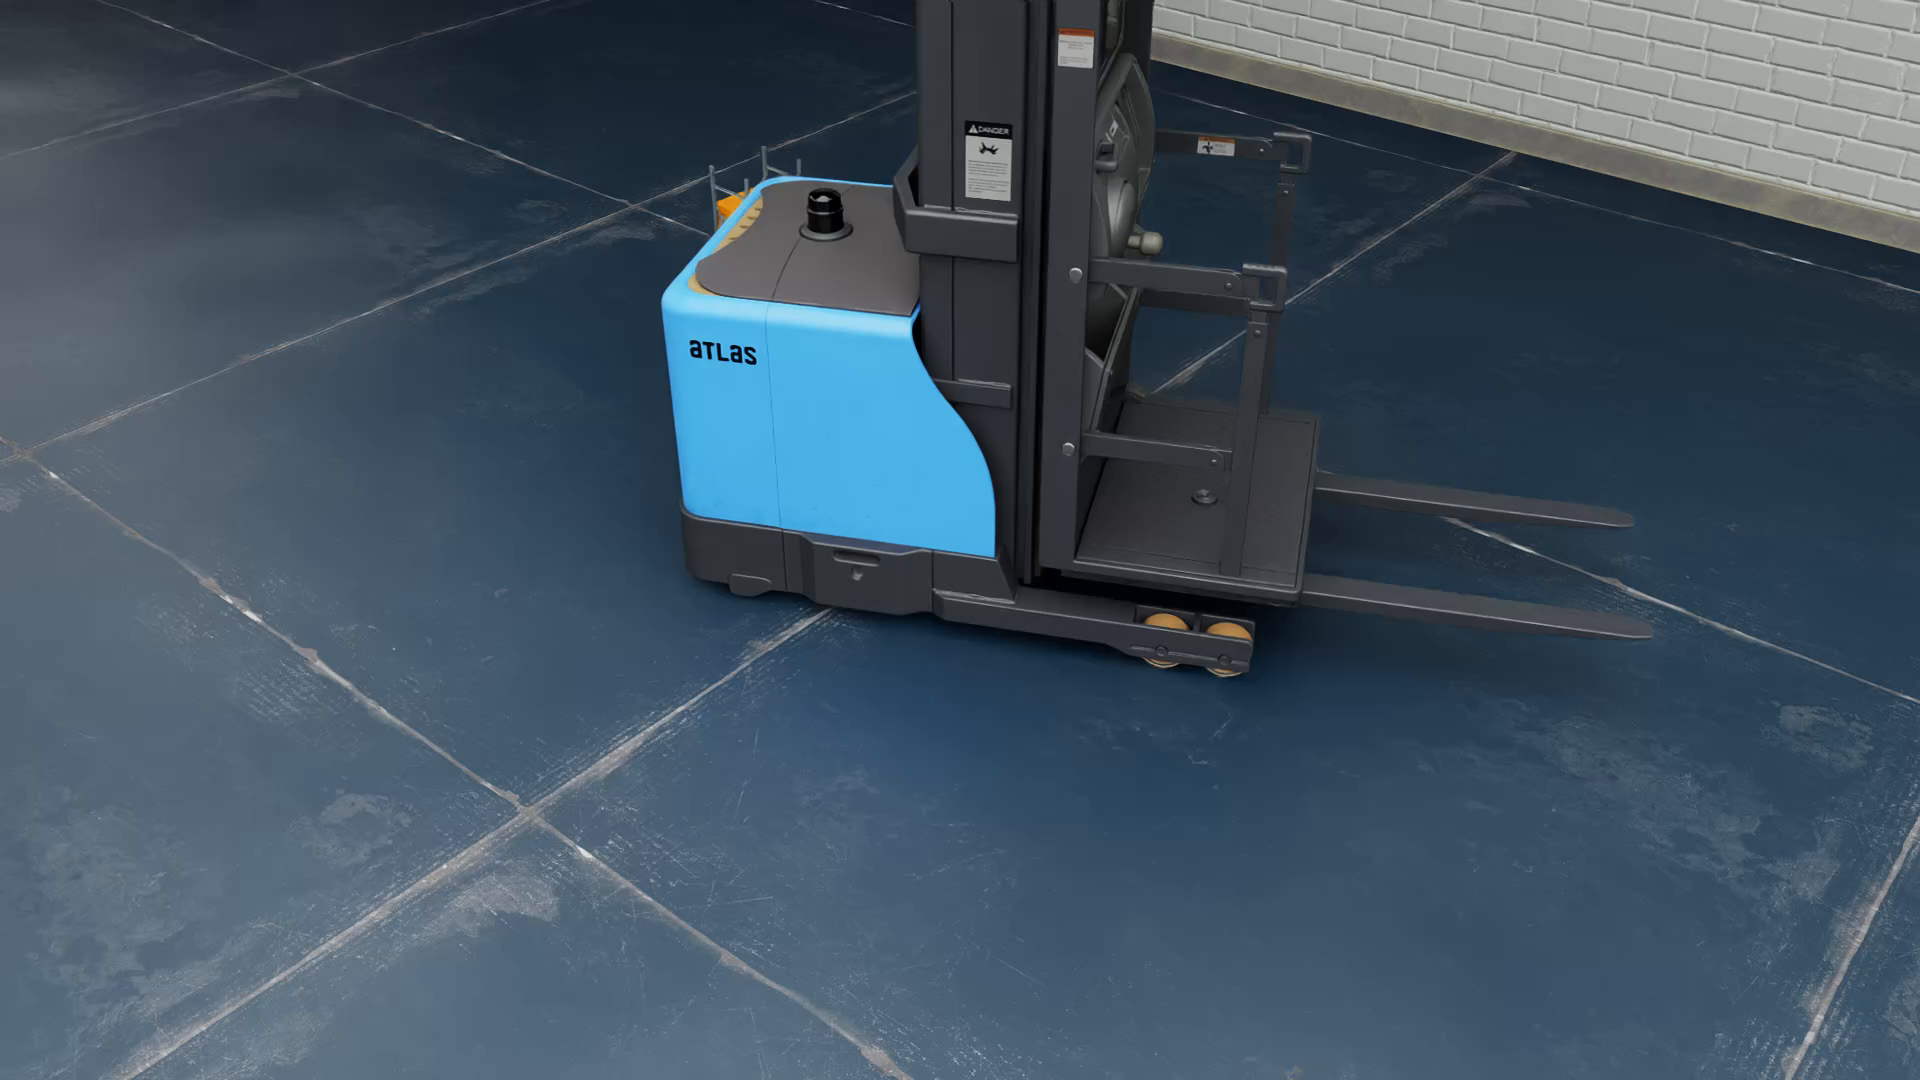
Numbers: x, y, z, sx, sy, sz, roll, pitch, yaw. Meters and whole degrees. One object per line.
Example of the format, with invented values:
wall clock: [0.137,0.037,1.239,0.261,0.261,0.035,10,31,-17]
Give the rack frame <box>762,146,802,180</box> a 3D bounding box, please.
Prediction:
rack frame: [-0.633,-0.938,6.188,0.200,1.050,0.008,27,43,34]

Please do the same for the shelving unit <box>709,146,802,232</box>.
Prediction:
shelving unit: [-0.716,-0.887,6.114,0.215,1.050,0.252,27,43,34]

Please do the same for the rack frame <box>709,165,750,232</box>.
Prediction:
rack frame: [-0.798,-0.836,6.040,0.200,1.050,0.008,27,43,34]

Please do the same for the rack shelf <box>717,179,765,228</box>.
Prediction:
rack shelf: [-0.716,-1.112,5.959,0.215,0.259,0.240,27,43,34]

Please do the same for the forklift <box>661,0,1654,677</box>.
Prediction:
forklift: [0.665,-1.119,4.790,3.031,2.935,1.130,8,35,11]
